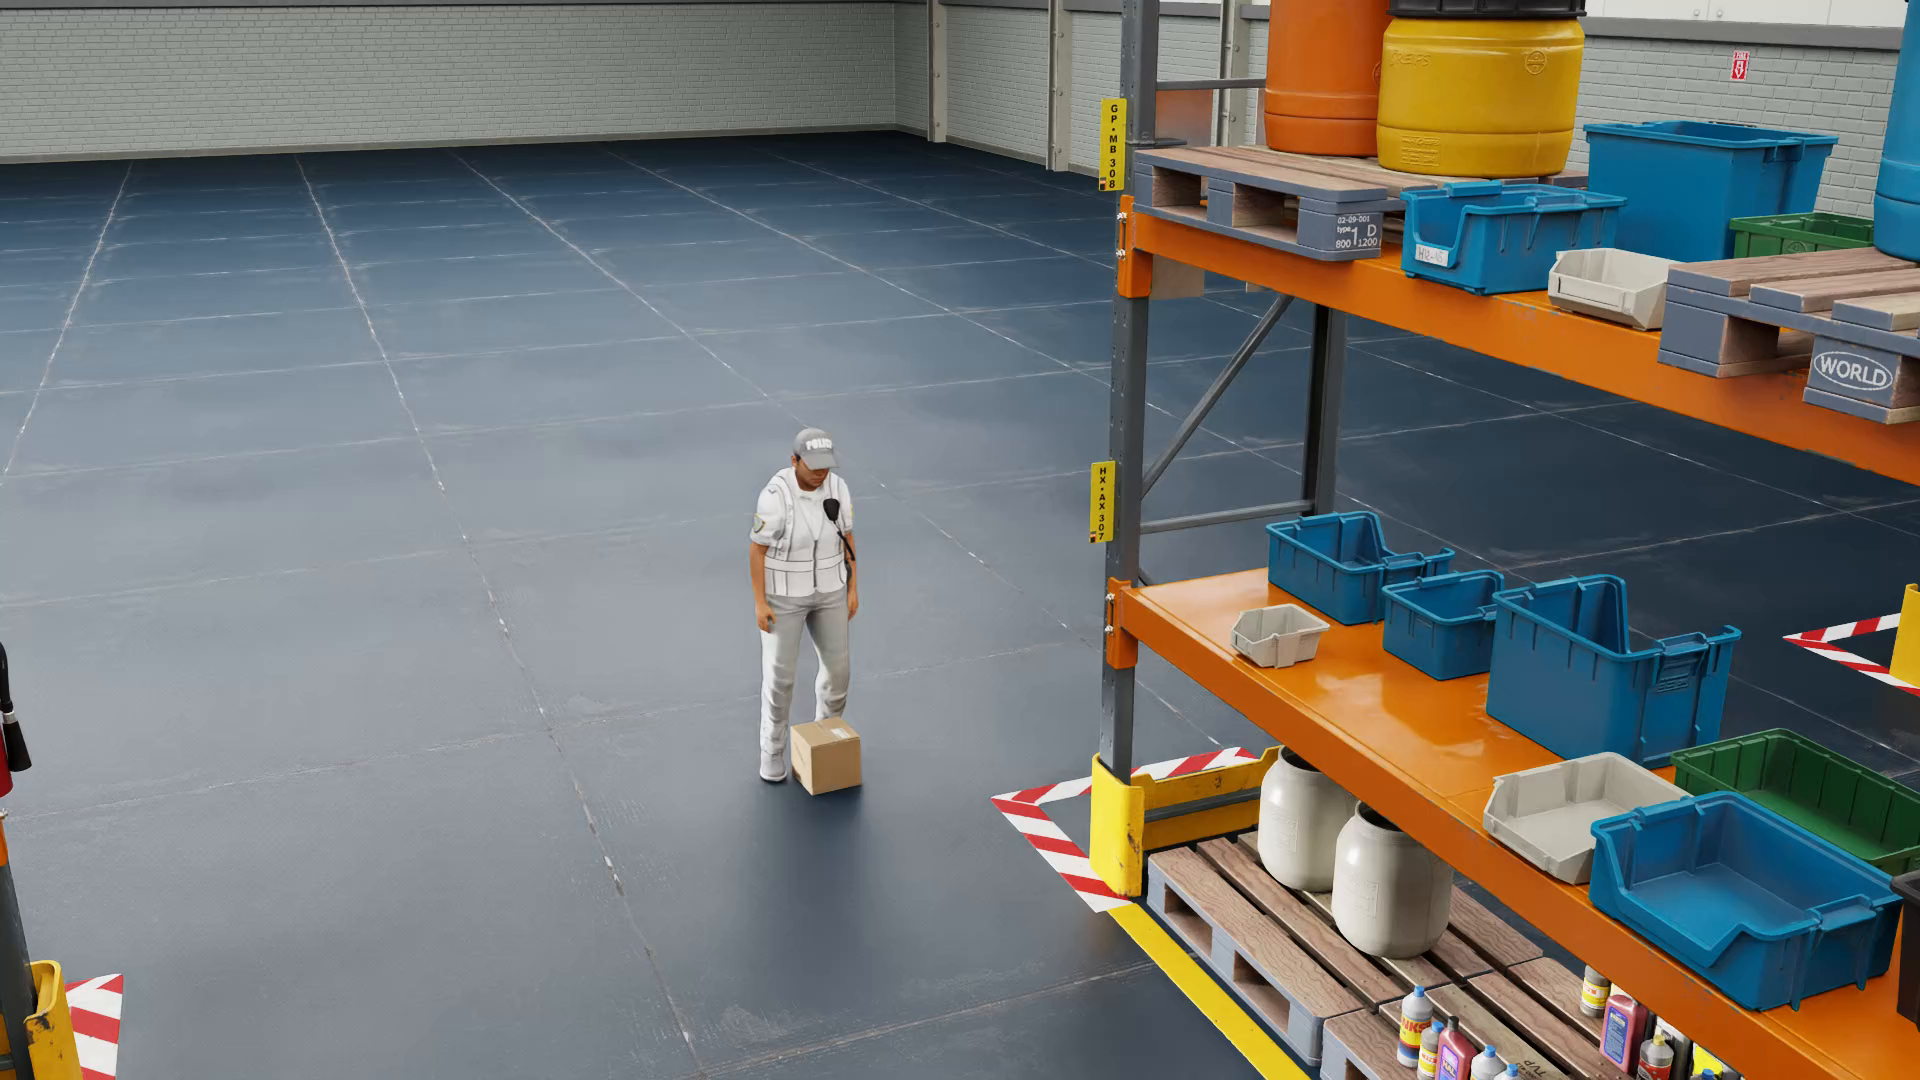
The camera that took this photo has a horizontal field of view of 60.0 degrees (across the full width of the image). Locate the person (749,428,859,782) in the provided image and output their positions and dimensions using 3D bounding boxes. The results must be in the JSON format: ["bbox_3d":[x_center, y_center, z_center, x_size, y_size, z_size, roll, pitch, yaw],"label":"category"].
[{"bbox_3d":[-0.721,0.276,7.752,0.554,1.665,0.468,-9,21,-25],"label":"person"}]
